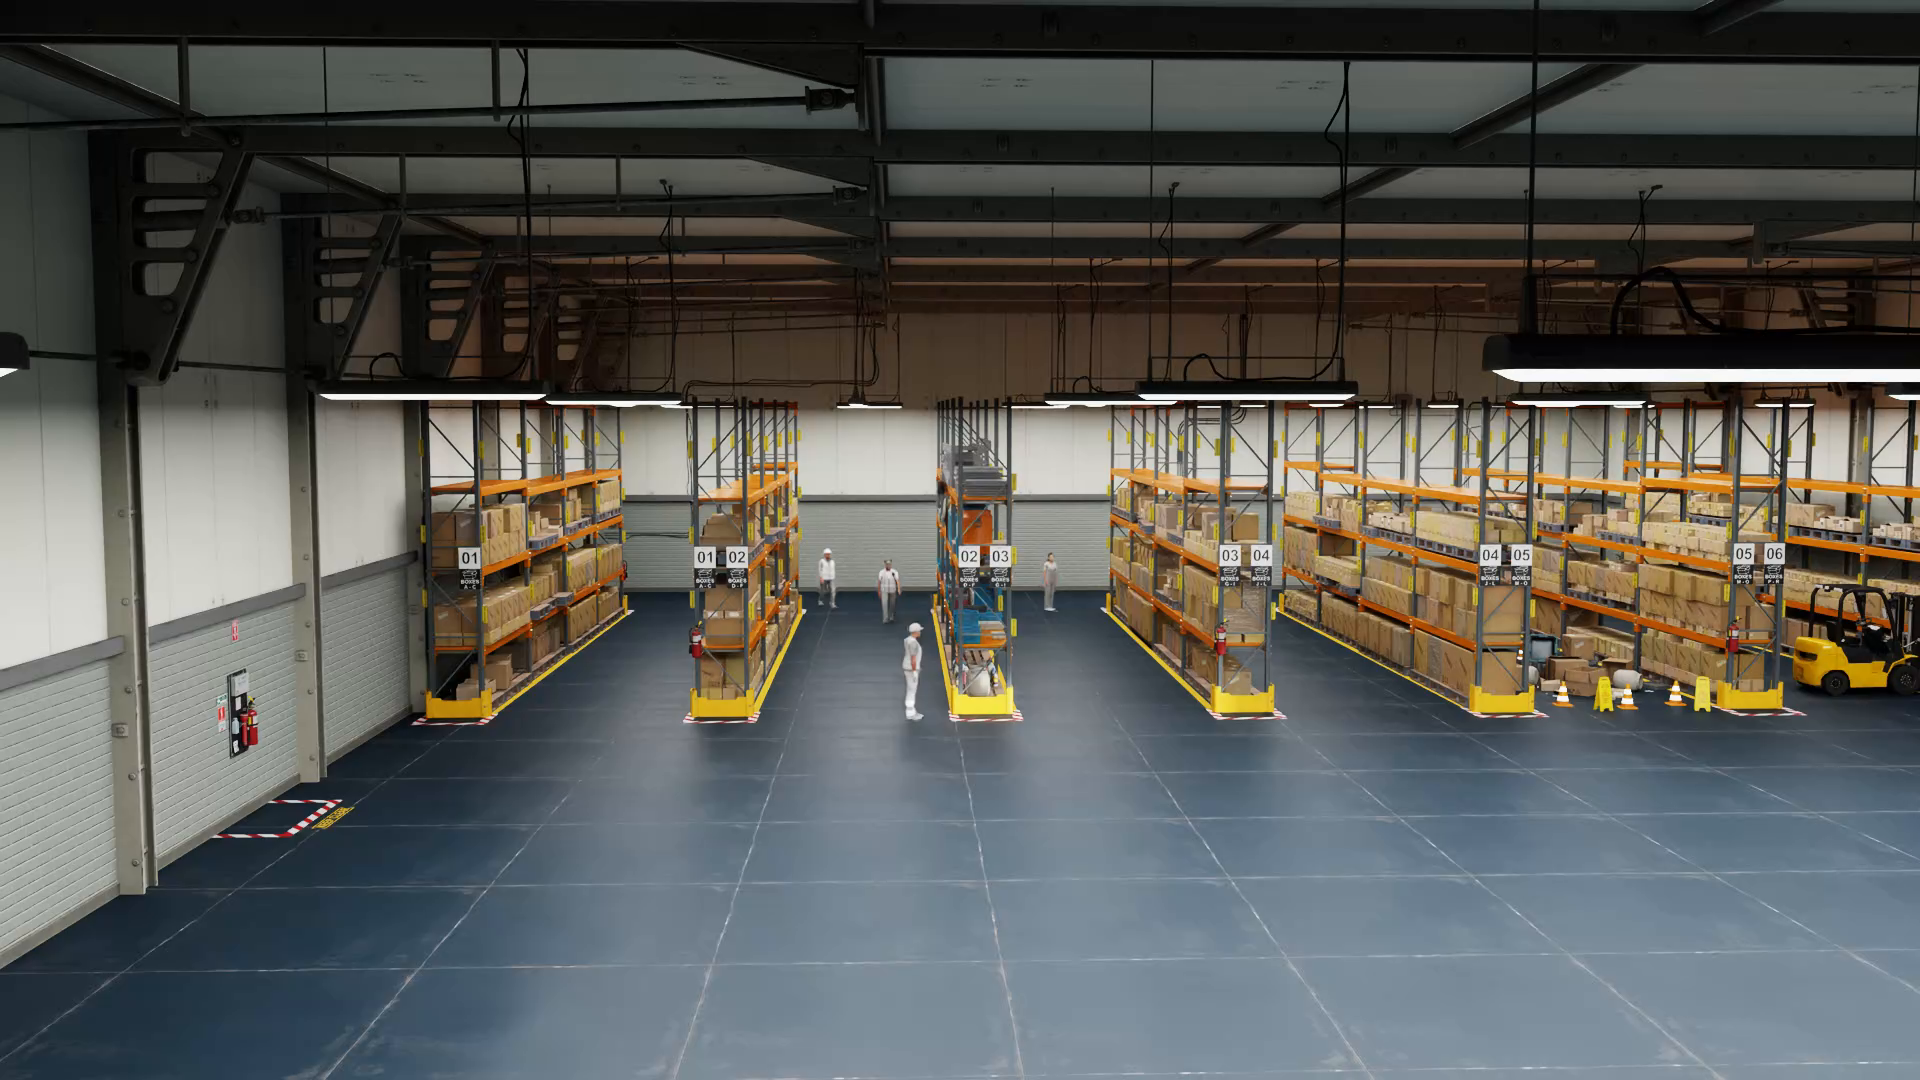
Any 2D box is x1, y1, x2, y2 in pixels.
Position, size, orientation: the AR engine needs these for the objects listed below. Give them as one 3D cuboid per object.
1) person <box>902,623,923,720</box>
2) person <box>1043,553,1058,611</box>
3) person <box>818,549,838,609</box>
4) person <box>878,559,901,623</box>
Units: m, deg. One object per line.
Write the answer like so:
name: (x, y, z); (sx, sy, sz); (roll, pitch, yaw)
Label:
person: (-0.866, 2.434, 30.917); (0.395, 1.794, 0.557); (-1, 4, -11)
person: (2.601, 1.200, 47.799); (0.471, 1.681, 0.369); (-3, 5, -33)
person: (-3.853, 1.128, 48.403); (0.583, 1.741, 0.960); (-2, 5, -22)
person: (-1.922, 1.372, 45.001); (0.615, 1.720, 1.060); (0, 4, -4)
